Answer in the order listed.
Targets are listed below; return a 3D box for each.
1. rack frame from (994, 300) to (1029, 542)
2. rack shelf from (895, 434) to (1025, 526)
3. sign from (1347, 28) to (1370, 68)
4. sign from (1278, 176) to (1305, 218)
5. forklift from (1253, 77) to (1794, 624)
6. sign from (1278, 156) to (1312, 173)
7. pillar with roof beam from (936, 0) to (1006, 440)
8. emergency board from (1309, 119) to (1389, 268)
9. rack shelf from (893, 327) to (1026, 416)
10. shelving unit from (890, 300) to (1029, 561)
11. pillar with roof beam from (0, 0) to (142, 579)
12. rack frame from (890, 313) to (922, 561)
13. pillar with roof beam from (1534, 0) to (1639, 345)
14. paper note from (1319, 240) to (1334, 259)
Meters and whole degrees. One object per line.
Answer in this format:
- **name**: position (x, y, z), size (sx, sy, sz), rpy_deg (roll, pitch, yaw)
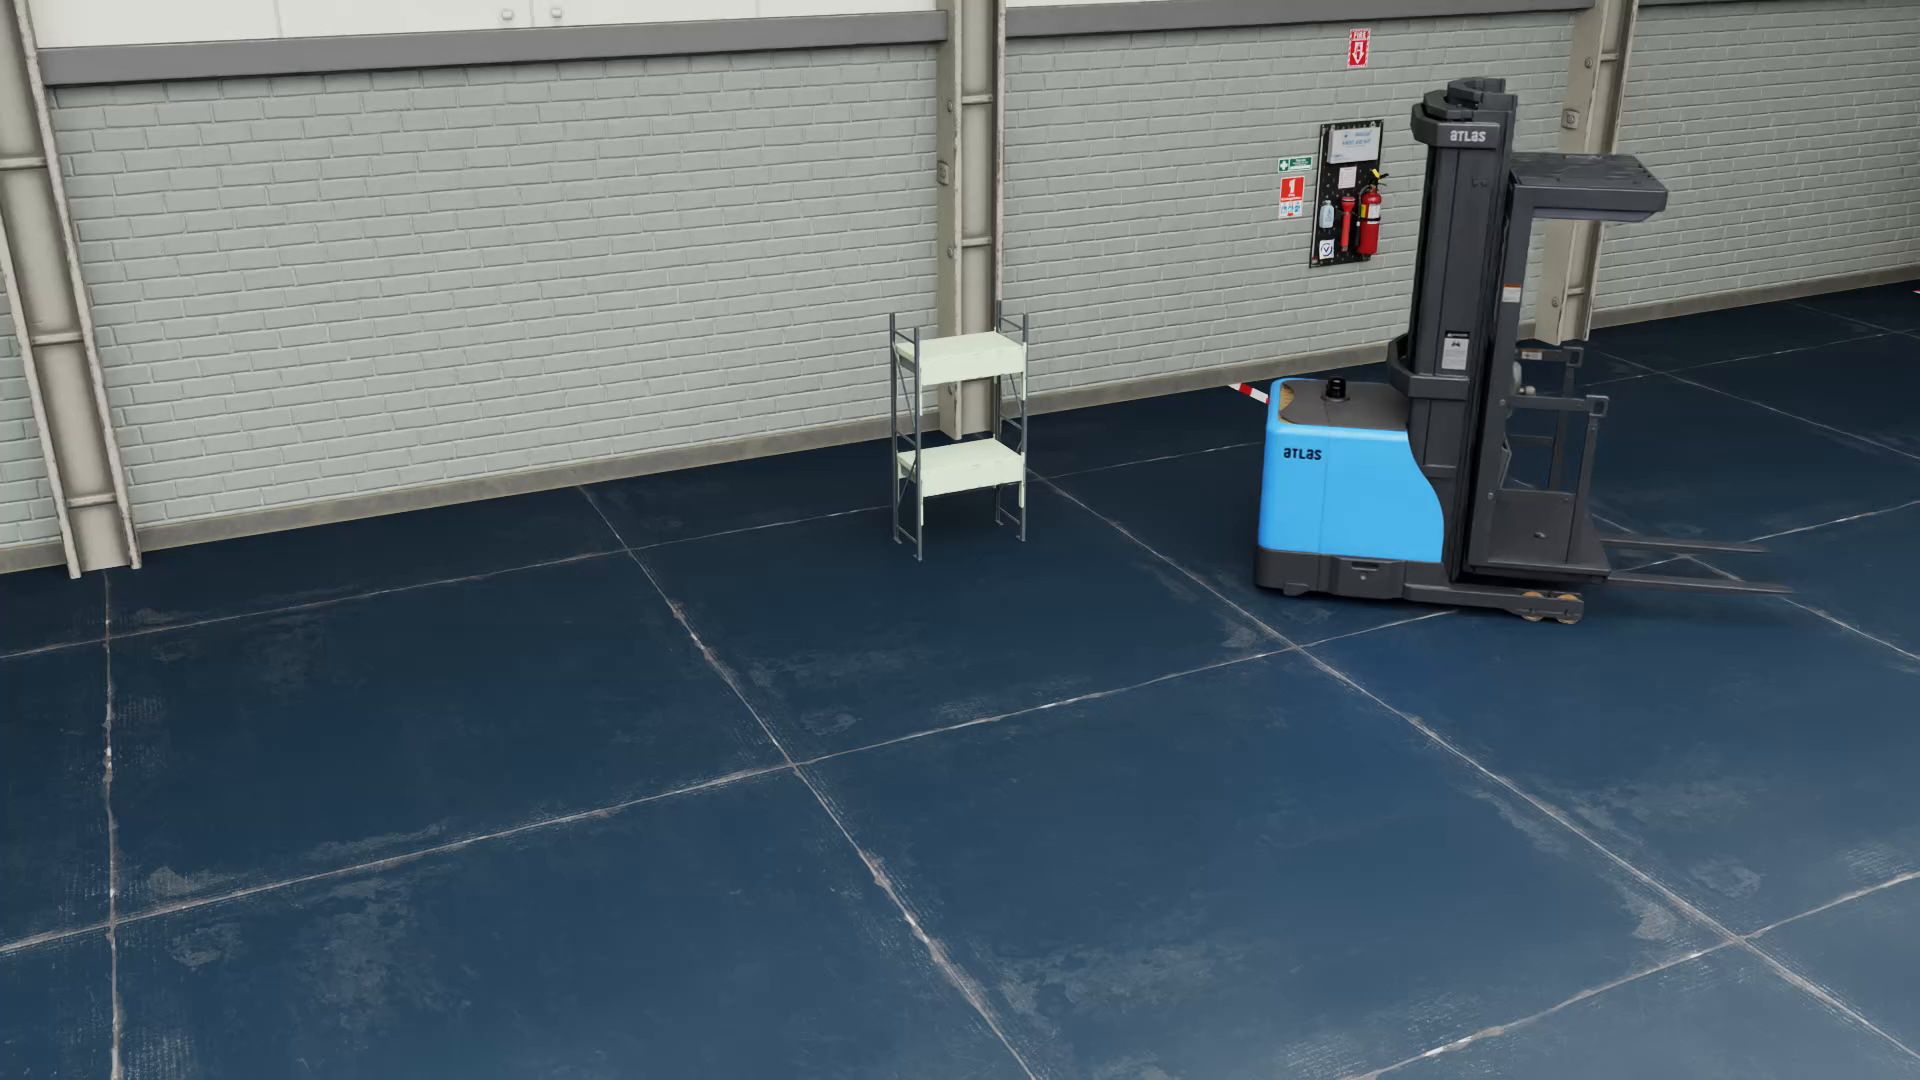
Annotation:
- **rack frame**: position (0.324, -0.753, 10.607), size (0.023, 1.500, 0.400), rpy_deg (-10, 25, -24)
- **rack shelf**: position (-0.006, -0.391, 10.585), size (0.720, 0.370, 0.431), rpy_deg (-10, 25, -24)
- **sign**: position (3.188, -3.932, 13.296), size (0.199, 0.298, 0.001), rpy_deg (-10, 25, -24)
- **sign**: position (2.695, -2.788, 13.517), size (0.234, 0.329, 0.001), rpy_deg (-10, 25, -24)
- **forklift**: position (3.328, -1.093, 9.558), size (3.031, 2.935, 1.130), rpy_deg (4, 23, 11)
- **sign**: position (2.703, -3.031, 13.410), size (0.331, 0.109, 0.001), rpy_deg (-10, 25, -24)
- **pillar with roof beam**: position (1.942, -3.517, 7.482), size (0.400, 9.000, 9.100), rpy_deg (-10, 25, -24)
- **emergency board**: position (3.238, -2.828, 13.659), size (0.643, 1.169, 0.194), rpy_deg (-10, 25, -24)
- **rack shelf**: position (-0.006, -1.052, 10.311), size (0.720, 0.370, 0.431), rpy_deg (-10, 25, -24)
- **shelving unit**: position (-0.006, -0.692, 10.460), size (0.755, 1.500, 0.431), rpy_deg (-10, 25, -24)
- **pillar with roof beam**: position (-3.464, -2.522, 5.077), size (0.400, 9.000, 9.100), rpy_deg (-10, 25, -24)
- **rack frame**: position (-0.336, -0.631, 10.314), size (0.023, 1.500, 0.400), rpy_deg (-10, 25, -24)
- **pillar with roof beam**: position (7.349, -4.513, 9.886), size (0.400, 9.000, 9.100), rpy_deg (-10, 25, -24)
- **paper note**: position (3.049, -2.415, 13.814), size (0.142, 0.148, 0.016), rpy_deg (-10, 25, -24)
